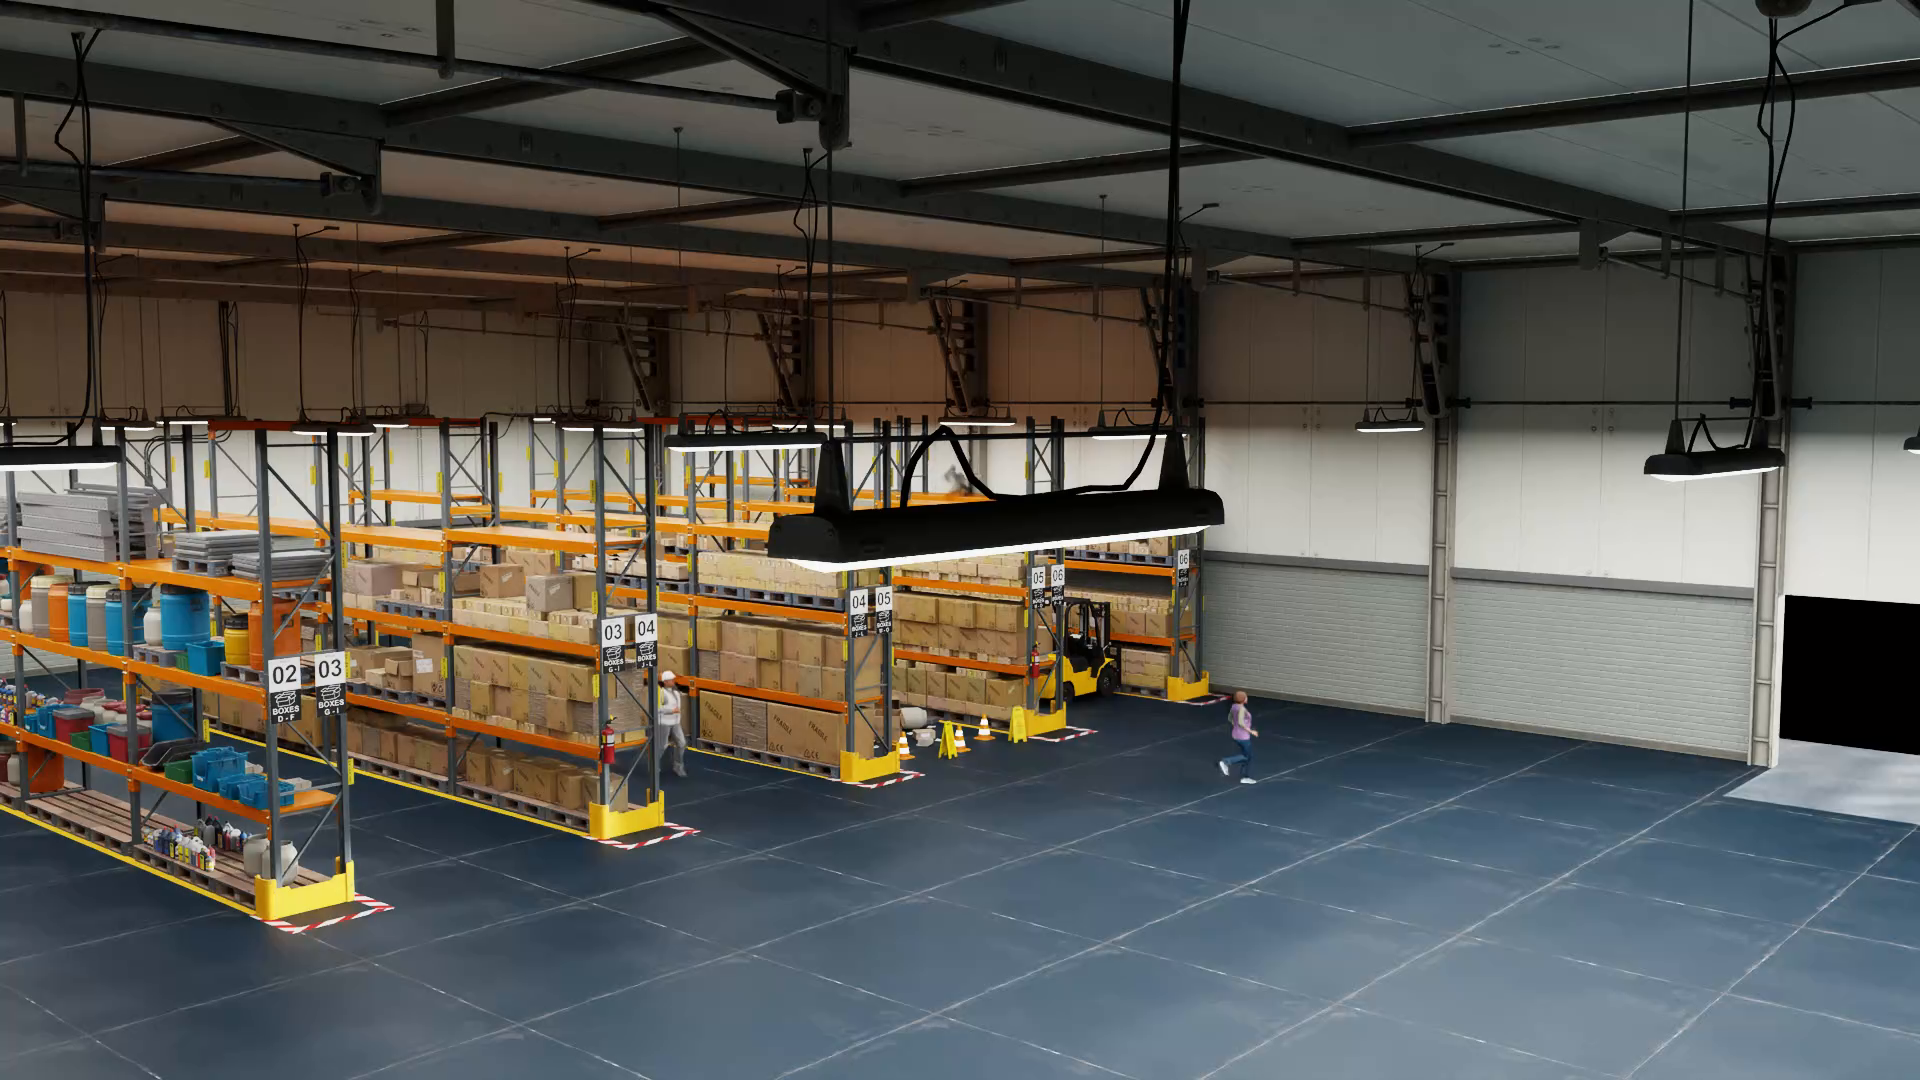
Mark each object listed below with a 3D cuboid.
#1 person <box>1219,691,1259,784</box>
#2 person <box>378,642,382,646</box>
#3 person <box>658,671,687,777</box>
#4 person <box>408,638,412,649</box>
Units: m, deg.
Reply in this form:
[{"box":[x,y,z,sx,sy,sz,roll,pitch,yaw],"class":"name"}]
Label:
[{"box":[4.603,3.271,27.538,0.650,1.567,0.546,-1,5,-7],"class":"person"},{"box":[-11.423,2.818,32.518,0.601,1.647,0.654,4,6,41],"class":"person"},{"box":[-4.925,3.127,28.105,0.760,1.855,0.673,3,5,30],"class":"person"},{"box":[-13.242,2.031,40.736,0.704,1.761,1.049,3,6,33],"class":"person"}]
